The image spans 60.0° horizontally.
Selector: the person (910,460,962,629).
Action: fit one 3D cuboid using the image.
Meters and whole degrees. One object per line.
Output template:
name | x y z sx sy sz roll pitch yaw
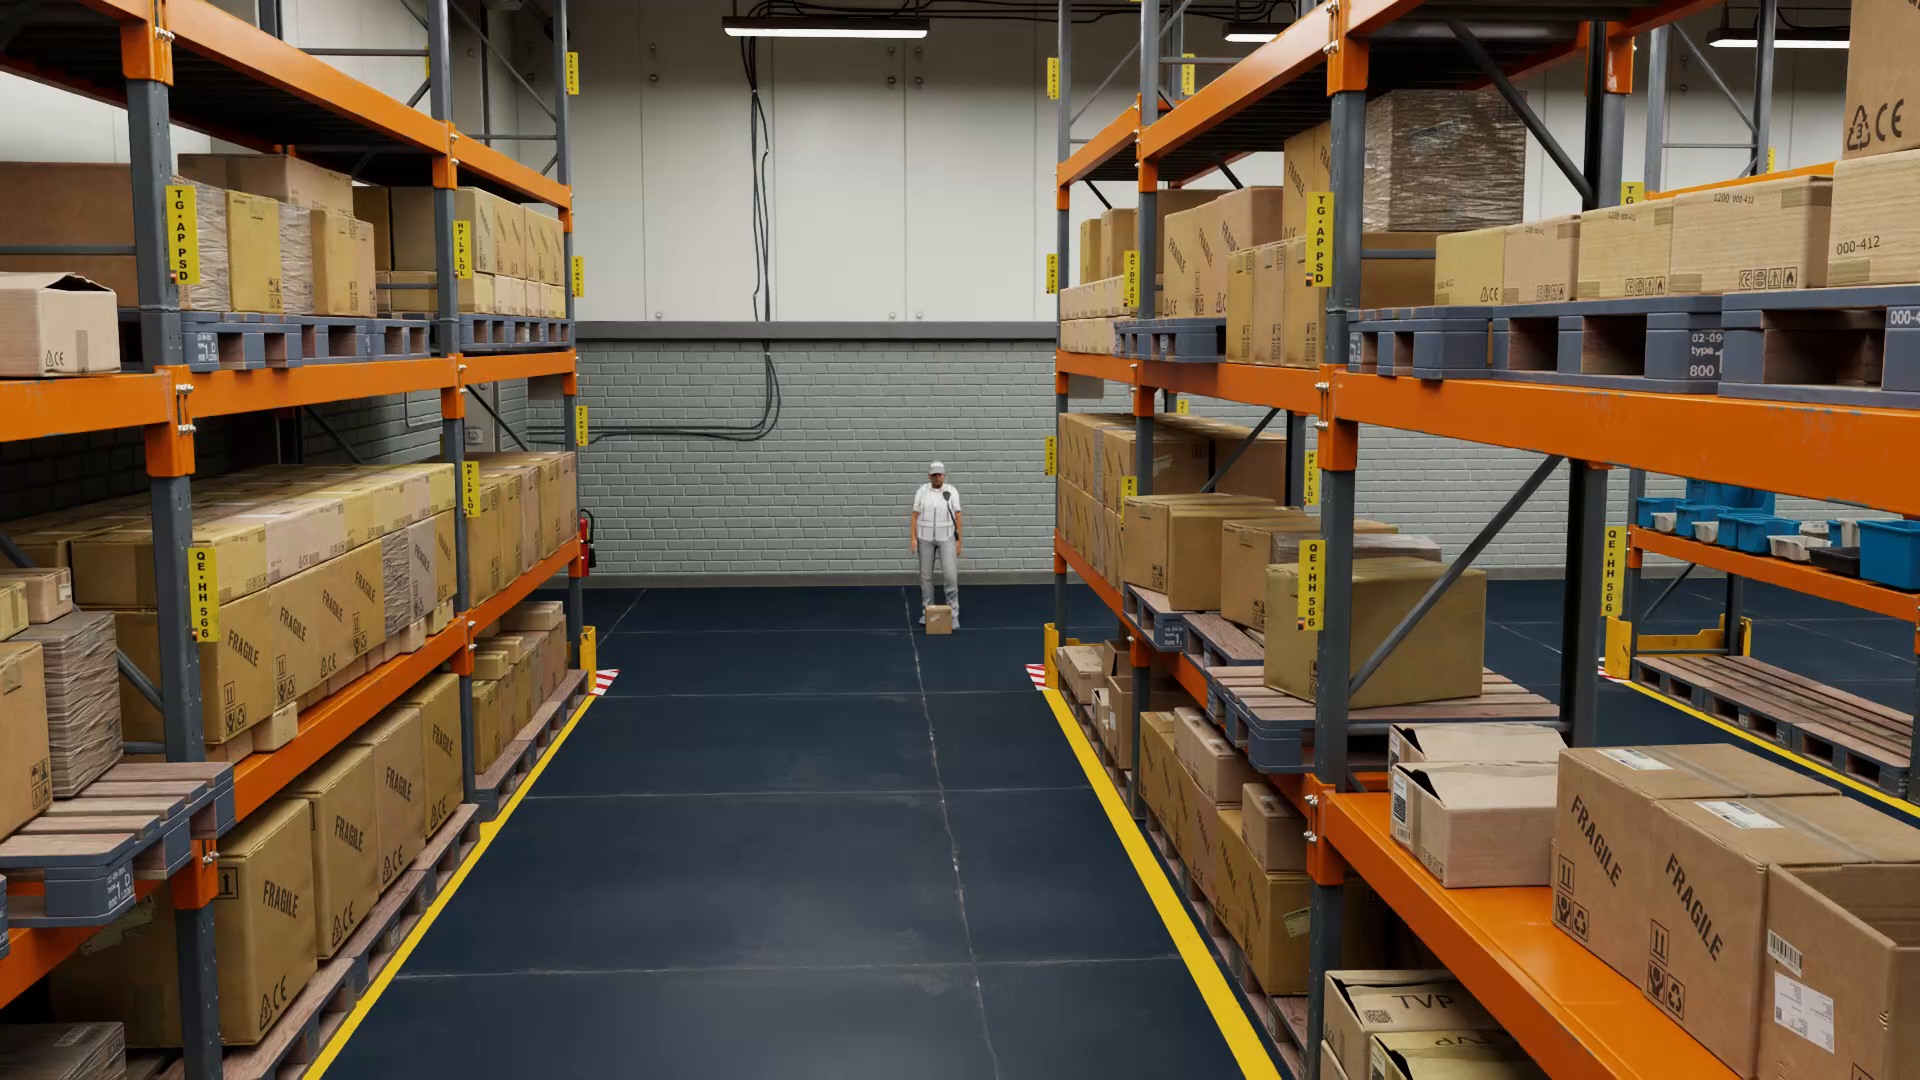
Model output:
person | -0.245 0.046 16.891 0.521 1.705 0.497 1 7 6
